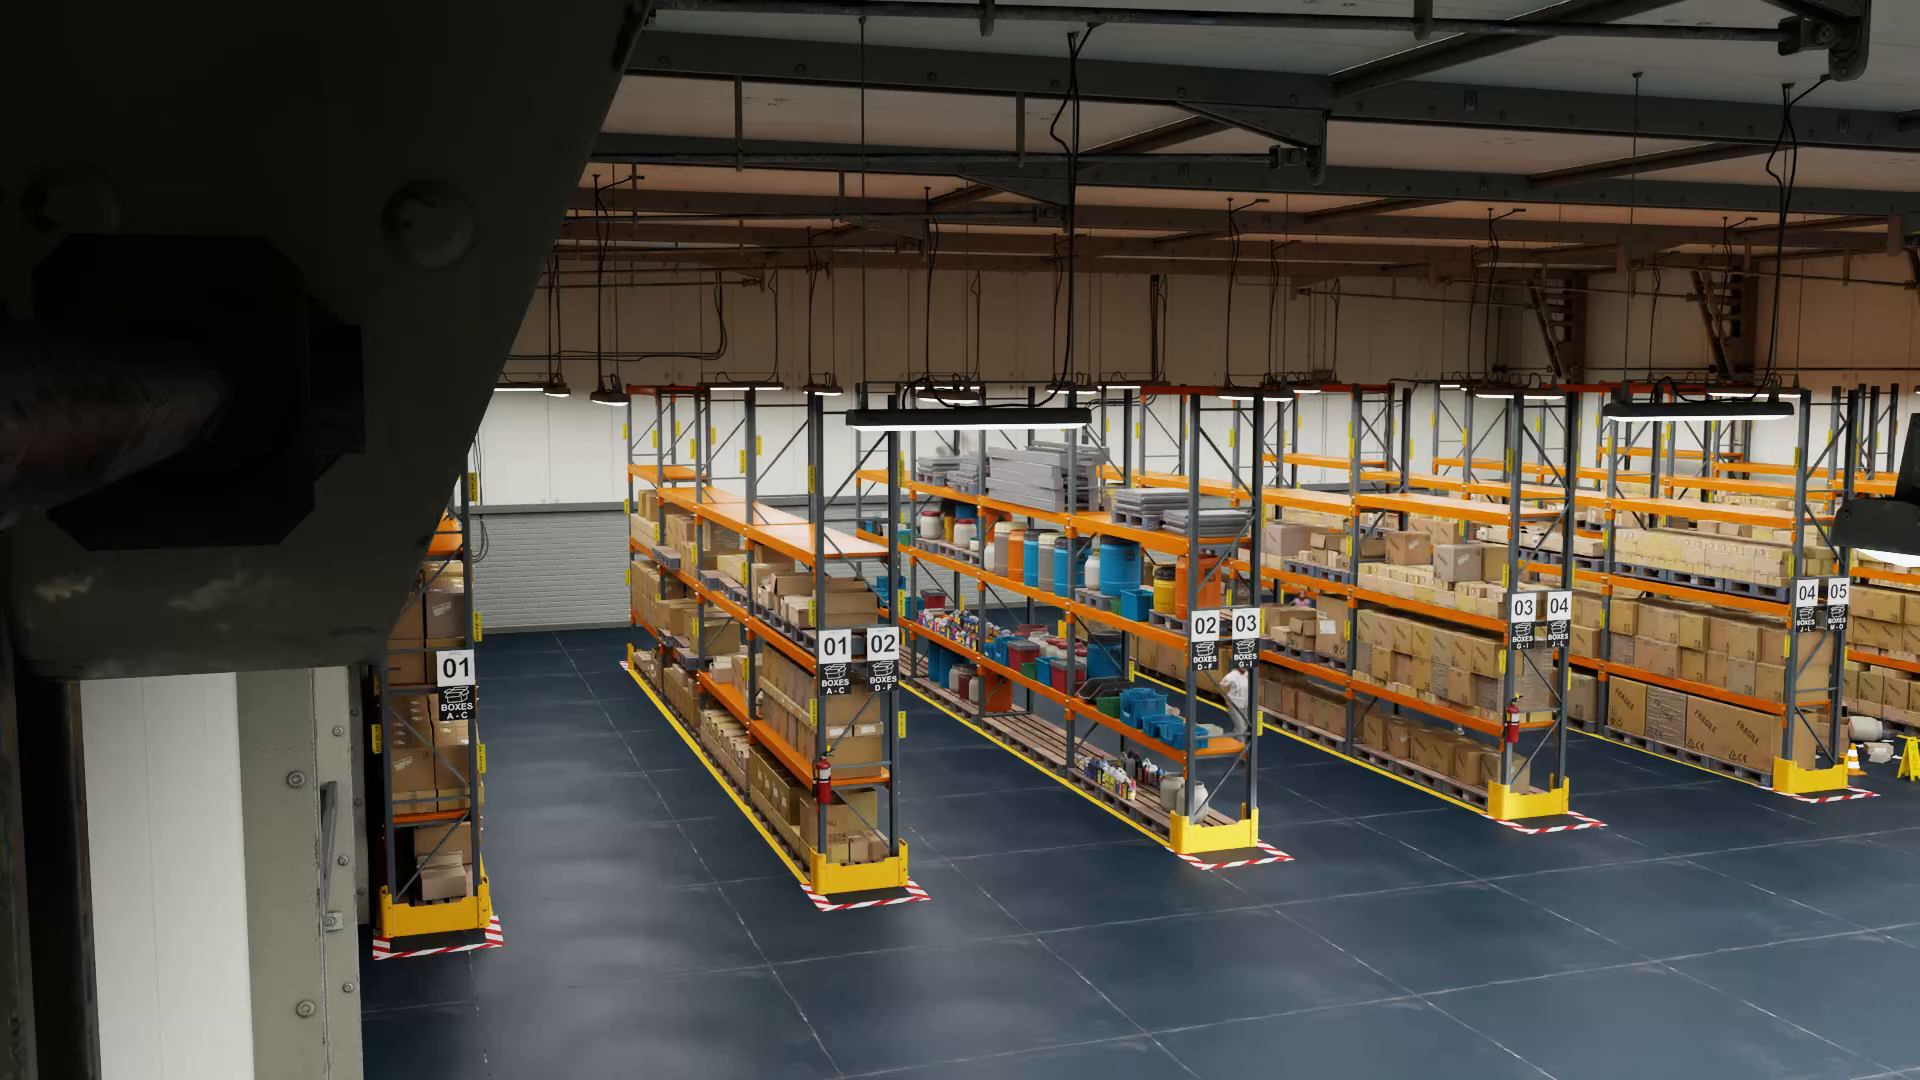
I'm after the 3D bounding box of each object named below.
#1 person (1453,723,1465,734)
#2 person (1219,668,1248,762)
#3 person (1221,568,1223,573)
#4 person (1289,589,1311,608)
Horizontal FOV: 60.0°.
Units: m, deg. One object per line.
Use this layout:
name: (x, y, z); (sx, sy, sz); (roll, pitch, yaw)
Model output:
person: (8.789, 2.596, 28.793); (0.566, 1.558, 0.602); (-3, 6, -24)
person: (4.532, 2.714, 27.064); (0.627, 1.658, 0.807); (-3, 7, -28)
person: (6.017, 1.453, 39.130); (0.737, 1.712, 0.640); (1, 6, 14)
person: (7.327, 1.857, 35.757); (0.509, 1.650, 0.719); (-2, 6, -17)
